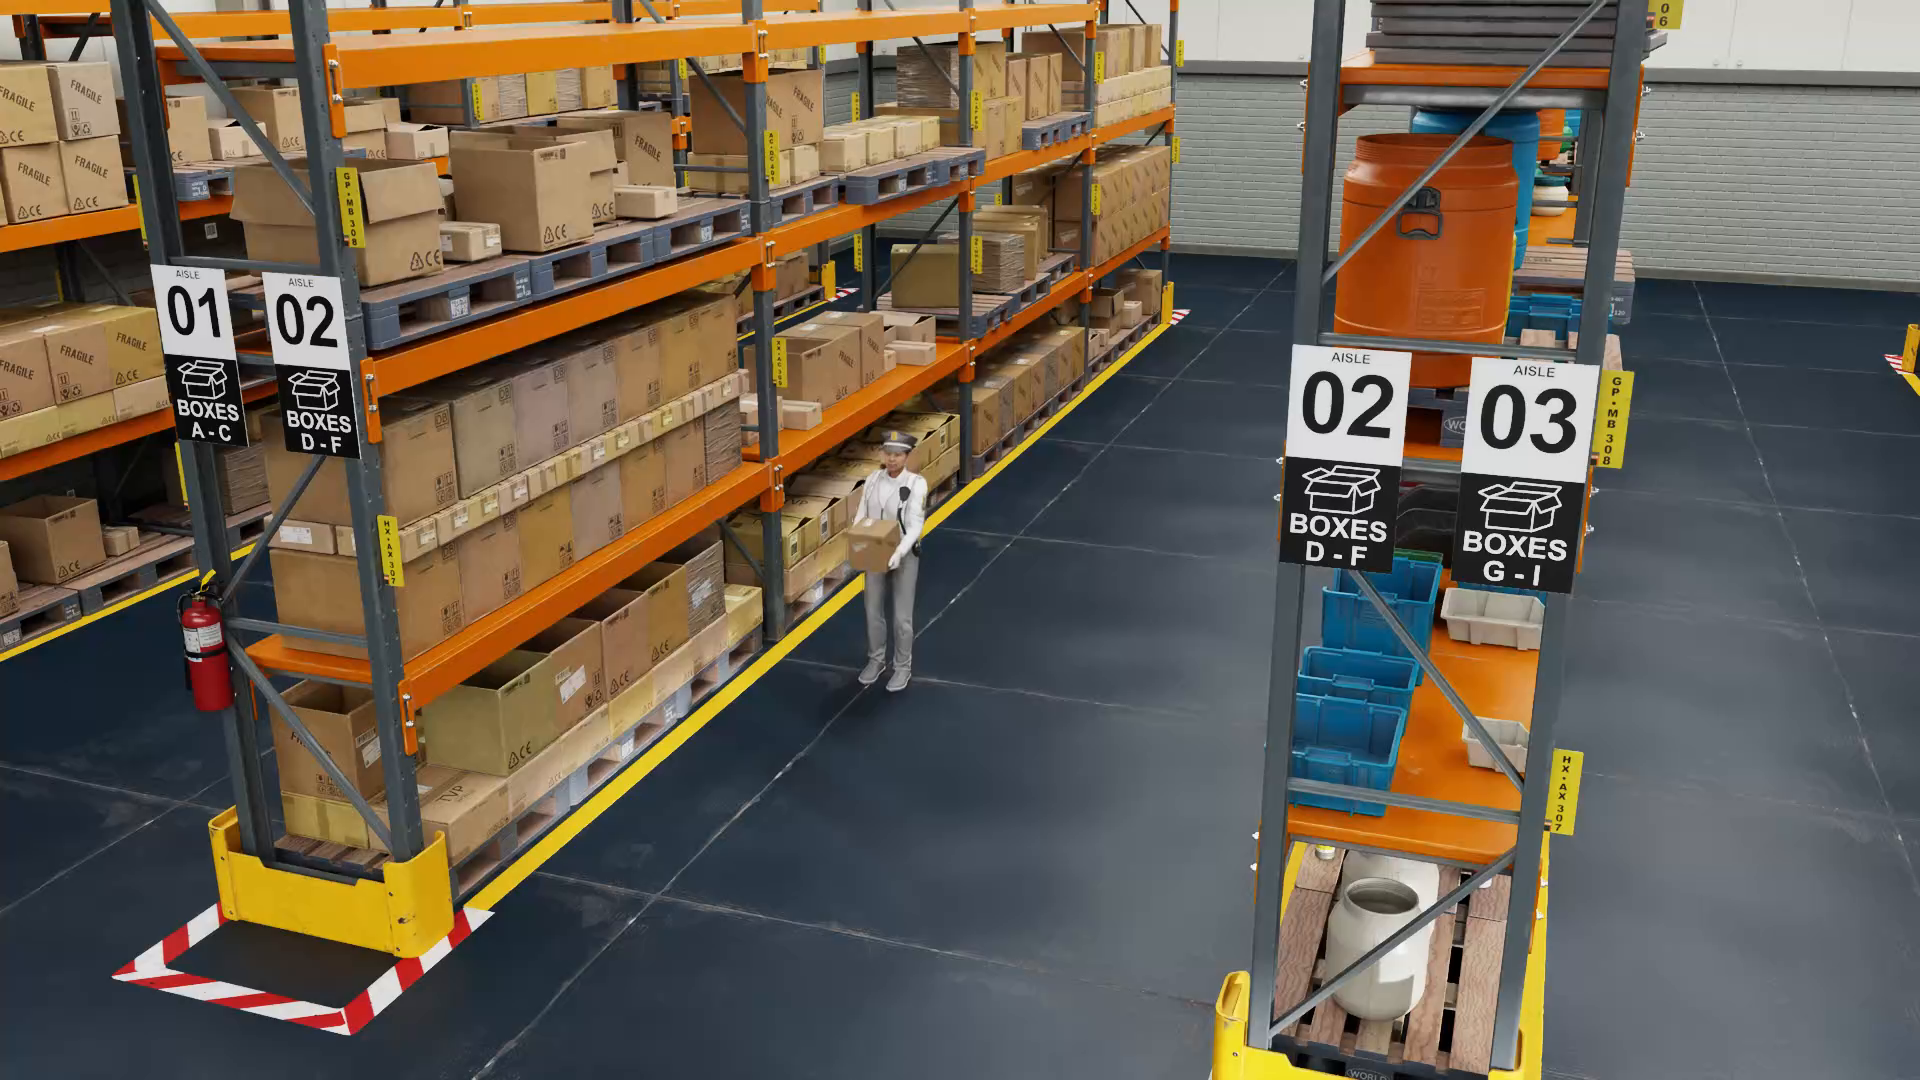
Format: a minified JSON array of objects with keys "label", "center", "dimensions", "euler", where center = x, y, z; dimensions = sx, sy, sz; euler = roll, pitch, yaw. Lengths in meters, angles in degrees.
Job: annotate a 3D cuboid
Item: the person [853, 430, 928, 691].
[{"label":"person","center":[-0.459,0.130,10.638],"dimensions":[0.461,1.687,0.562],"euler":[7,20,20]}]
